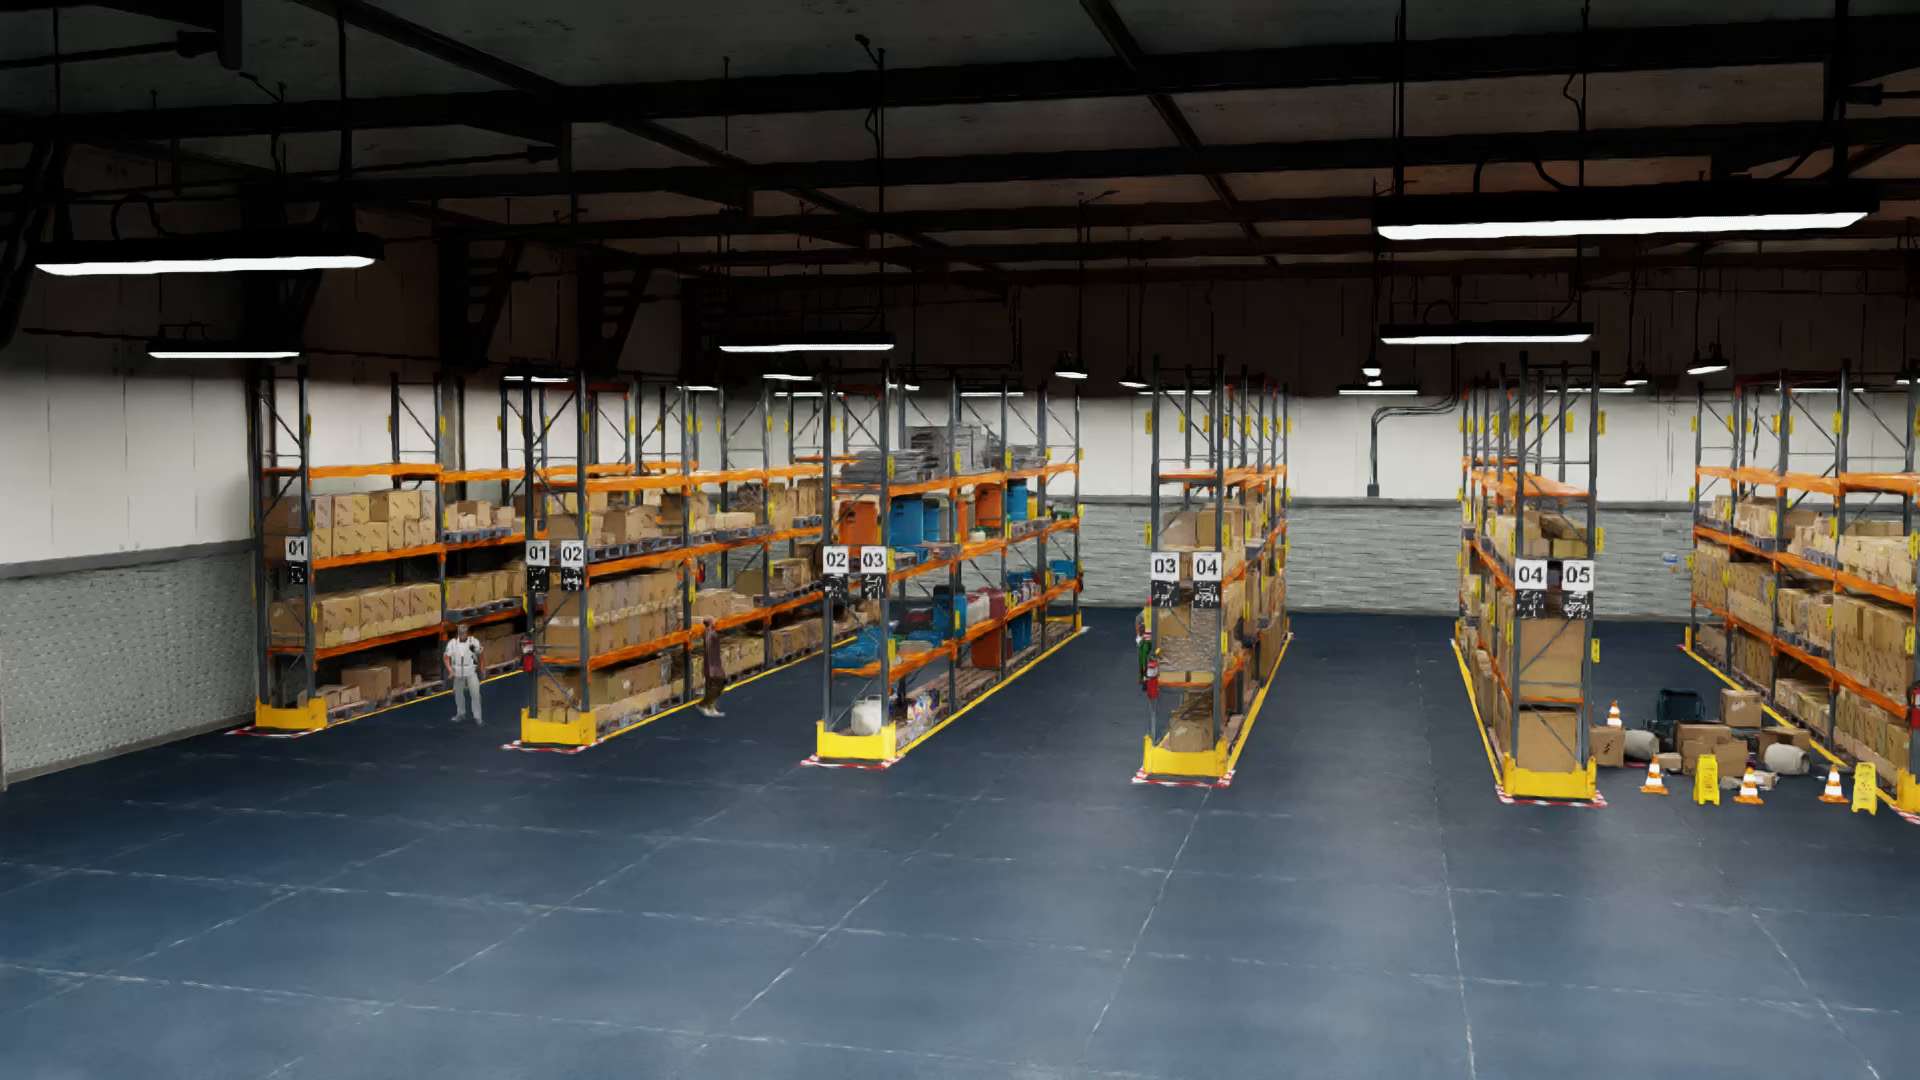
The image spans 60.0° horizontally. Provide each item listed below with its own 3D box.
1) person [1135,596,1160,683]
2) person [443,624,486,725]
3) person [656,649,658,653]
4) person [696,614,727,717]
[{"bbox_3d":[3.691,1.932,32.033,0.671,1.742,0.552,1,4,13],"label":"person"},{"bbox_3d":[-8.284,2.223,27.894,0.697,1.695,0.825,0,4,-5],"label":"person"},{"bbox_3d":[-6.468,1.809,34.251,0.666,1.676,0.535,1,4,12],"label":"person"},{"bbox_3d":[-4.247,2.153,28.422,0.487,1.779,0.634,-1,4,-12],"label":"person"}]
